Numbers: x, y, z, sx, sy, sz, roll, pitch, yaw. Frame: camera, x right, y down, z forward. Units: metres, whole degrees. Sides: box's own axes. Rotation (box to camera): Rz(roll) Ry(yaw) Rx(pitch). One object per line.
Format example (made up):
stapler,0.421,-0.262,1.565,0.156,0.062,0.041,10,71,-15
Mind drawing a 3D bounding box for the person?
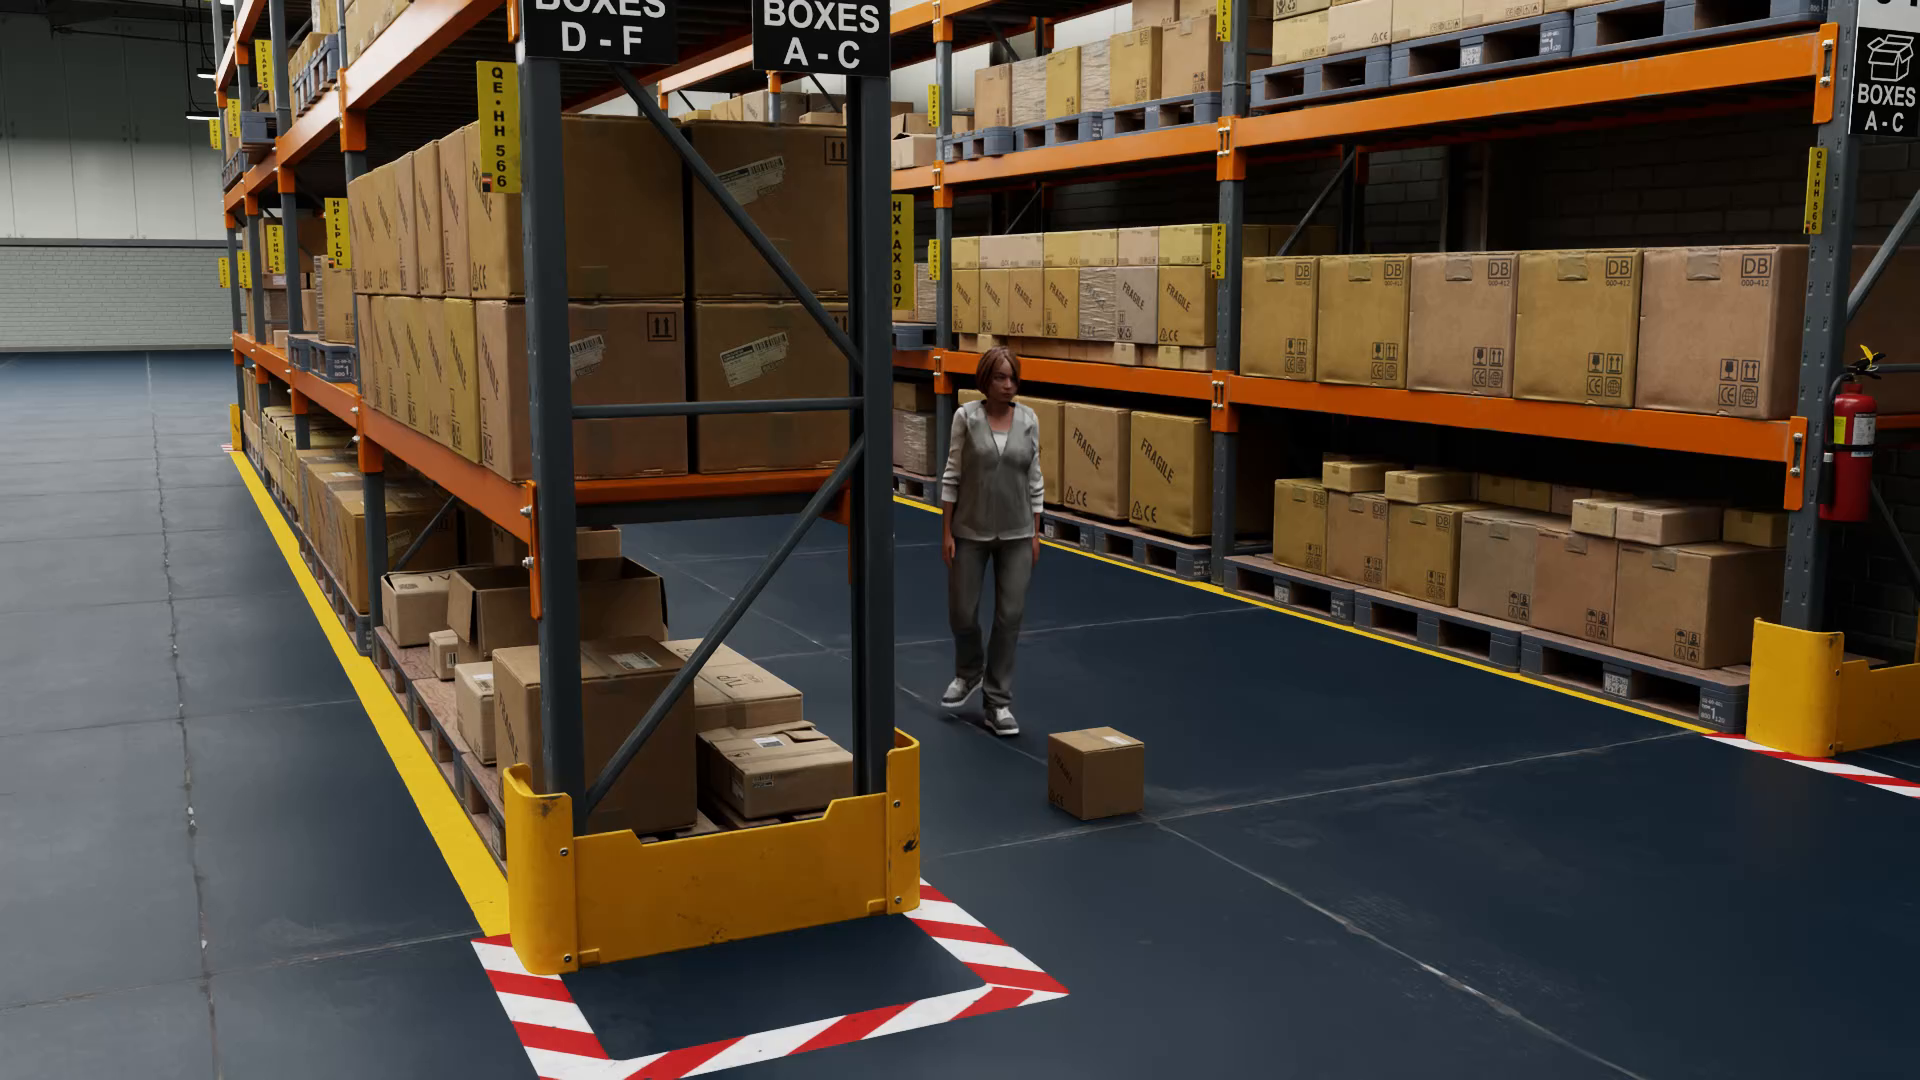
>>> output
person,0.132,-0.010,6.928,0.437,1.595,0.512,-1,9,-7
